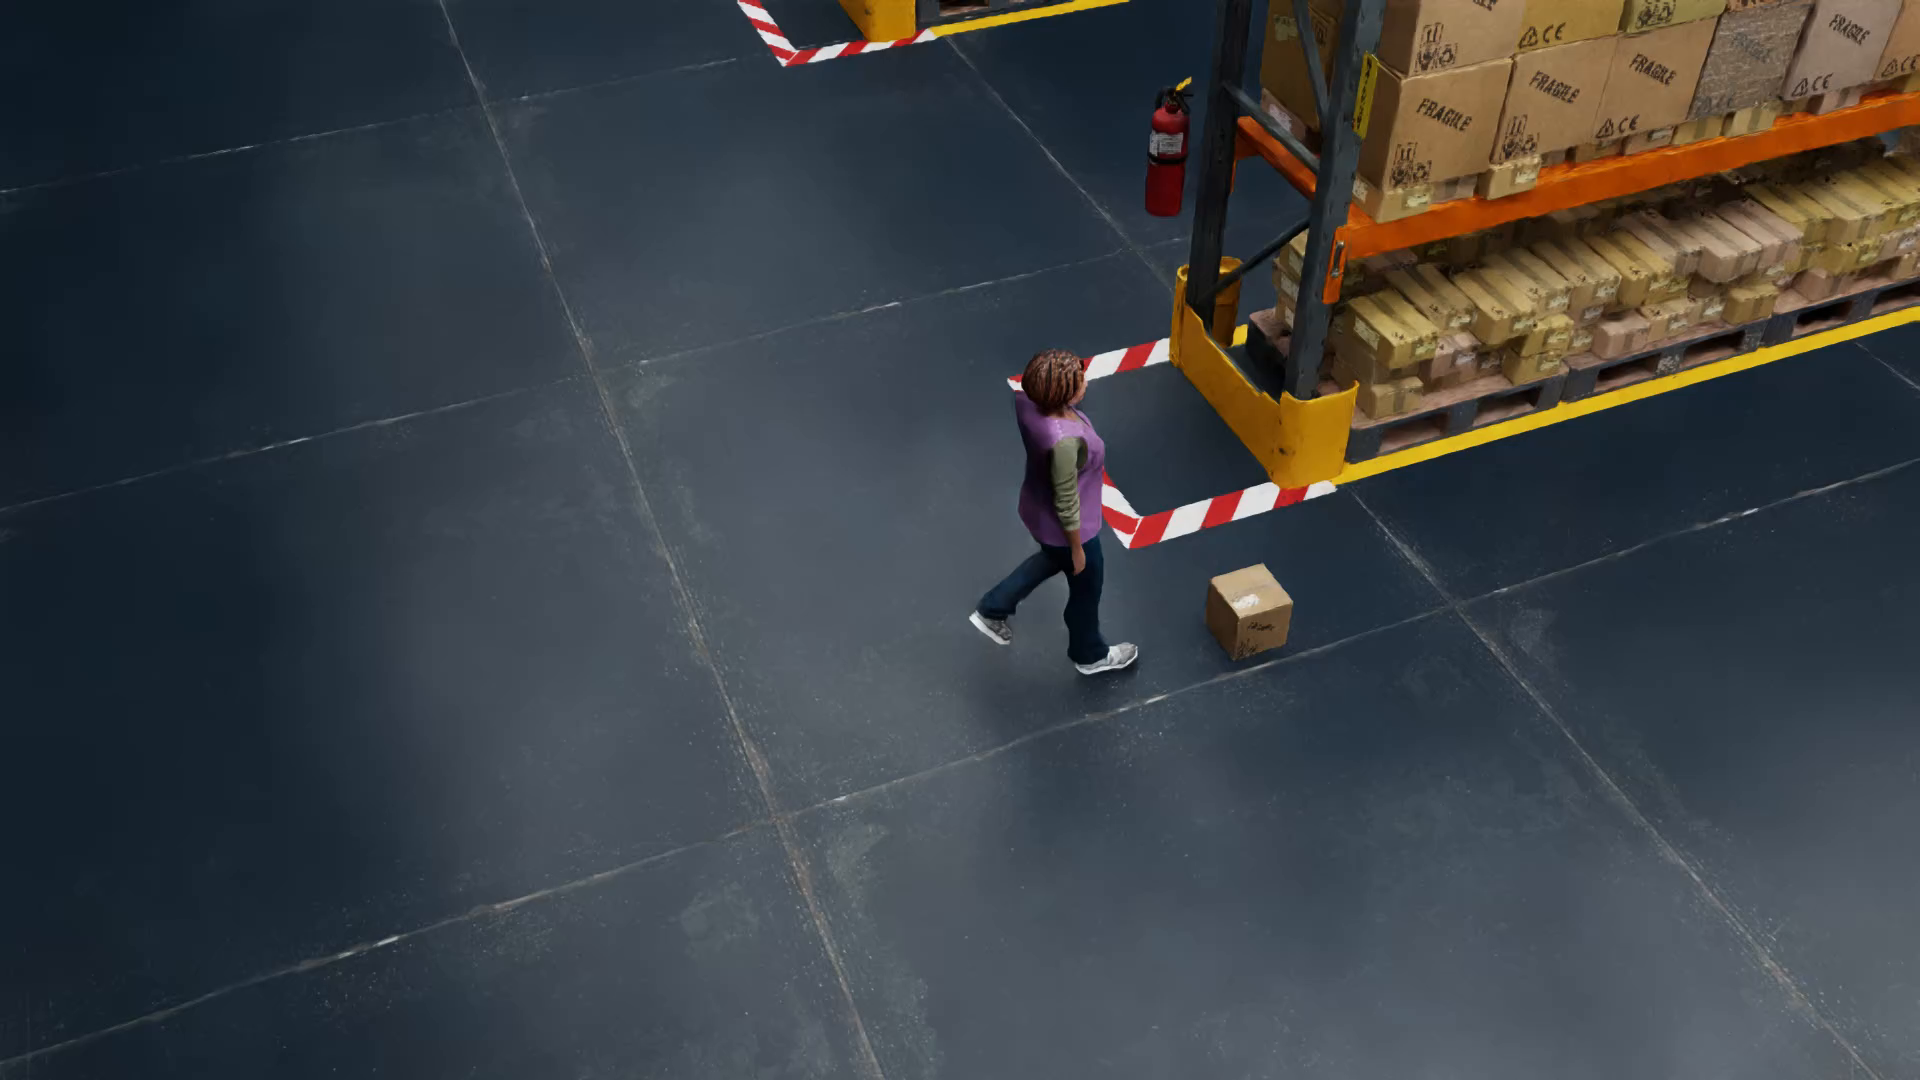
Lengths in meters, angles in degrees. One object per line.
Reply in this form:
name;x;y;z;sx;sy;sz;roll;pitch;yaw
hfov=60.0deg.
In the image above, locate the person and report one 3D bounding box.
person;0.402;-0.085;6.232;0.641;1.589;0.442;-14;44;-15
